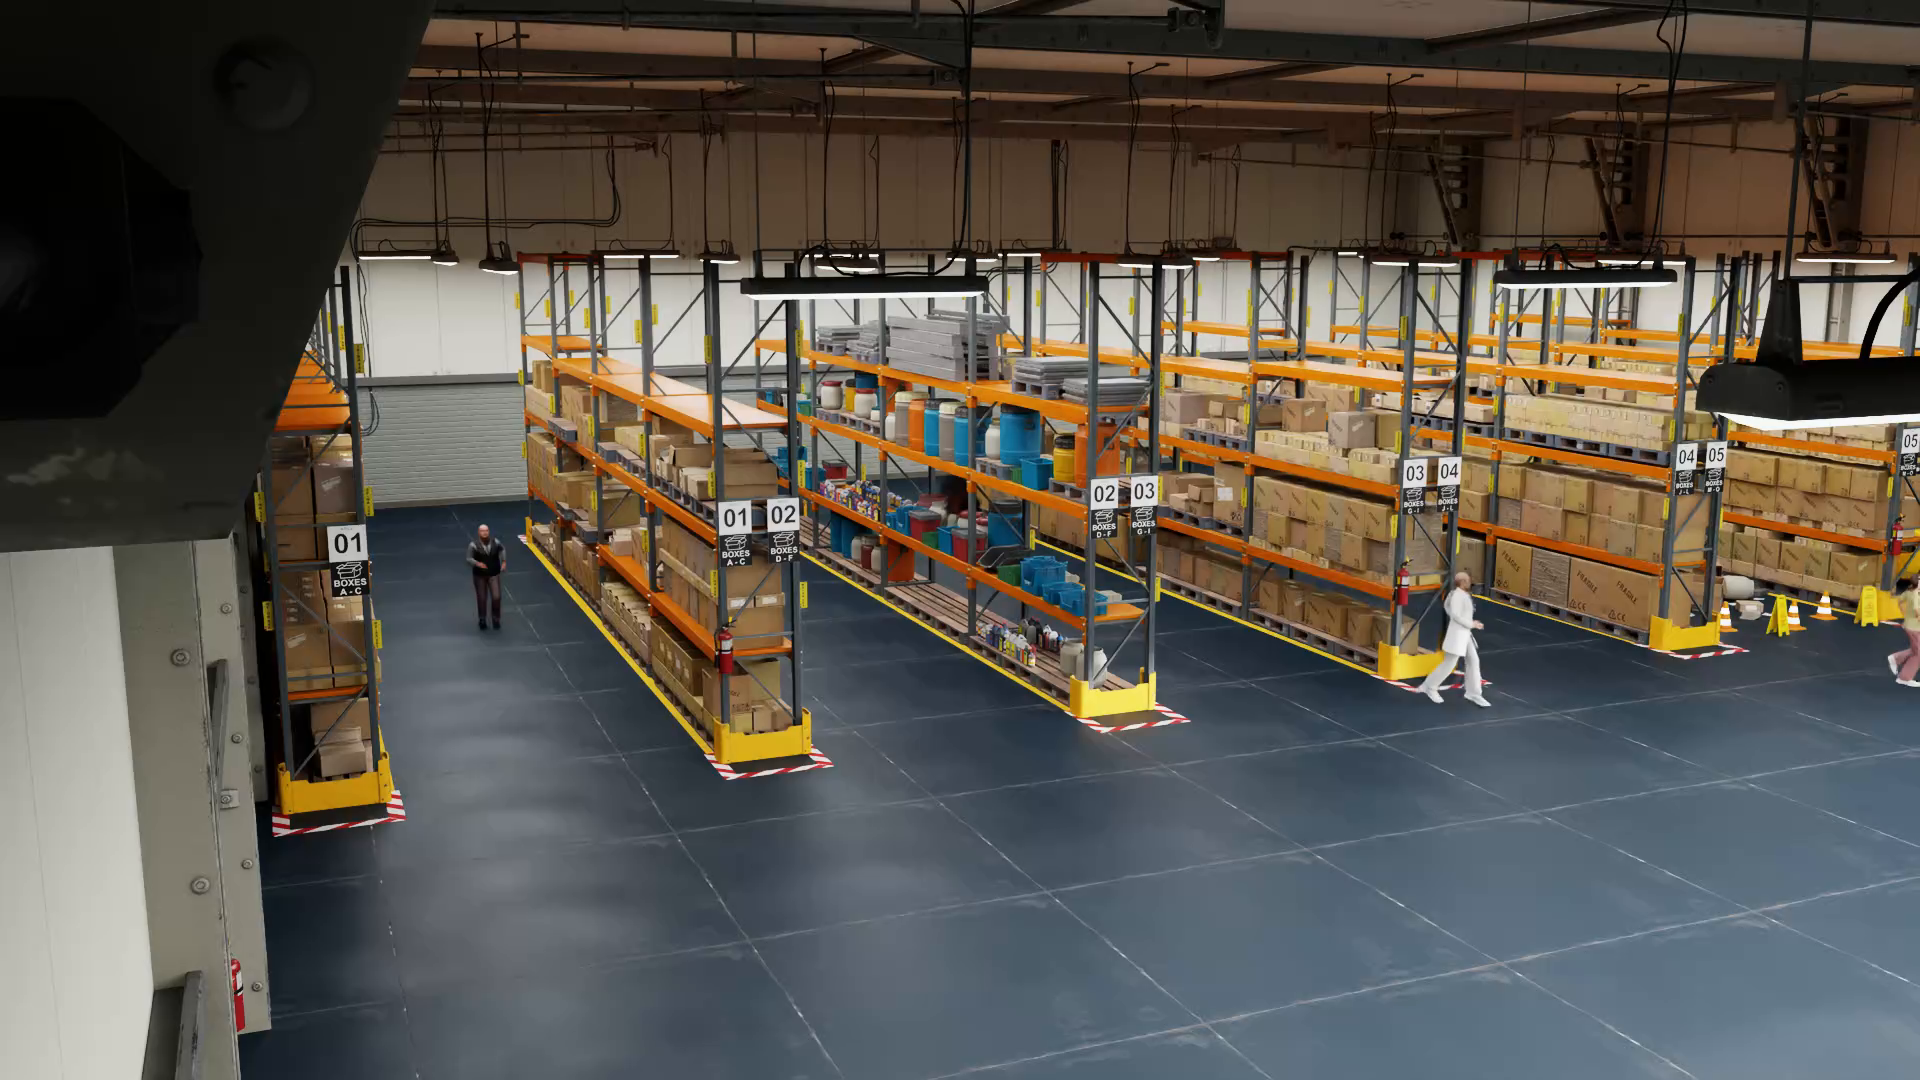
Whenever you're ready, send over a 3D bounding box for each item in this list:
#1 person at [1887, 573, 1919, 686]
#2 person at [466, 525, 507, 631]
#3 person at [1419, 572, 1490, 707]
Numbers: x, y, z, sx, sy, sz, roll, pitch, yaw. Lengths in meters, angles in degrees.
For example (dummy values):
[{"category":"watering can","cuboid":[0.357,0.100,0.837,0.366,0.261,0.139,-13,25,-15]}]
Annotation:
[{"category":"person","cuboid":[13.546,1.266,23.605,0.560,1.636,0.617,3,11,16]},{"category":"person","cuboid":[-7.656,0.627,26.959,0.671,1.783,0.733,-5,11,-25]},{"category":"person","cuboid":[6.846,1.339,22.736,0.902,1.807,0.763,4,11,23]}]
